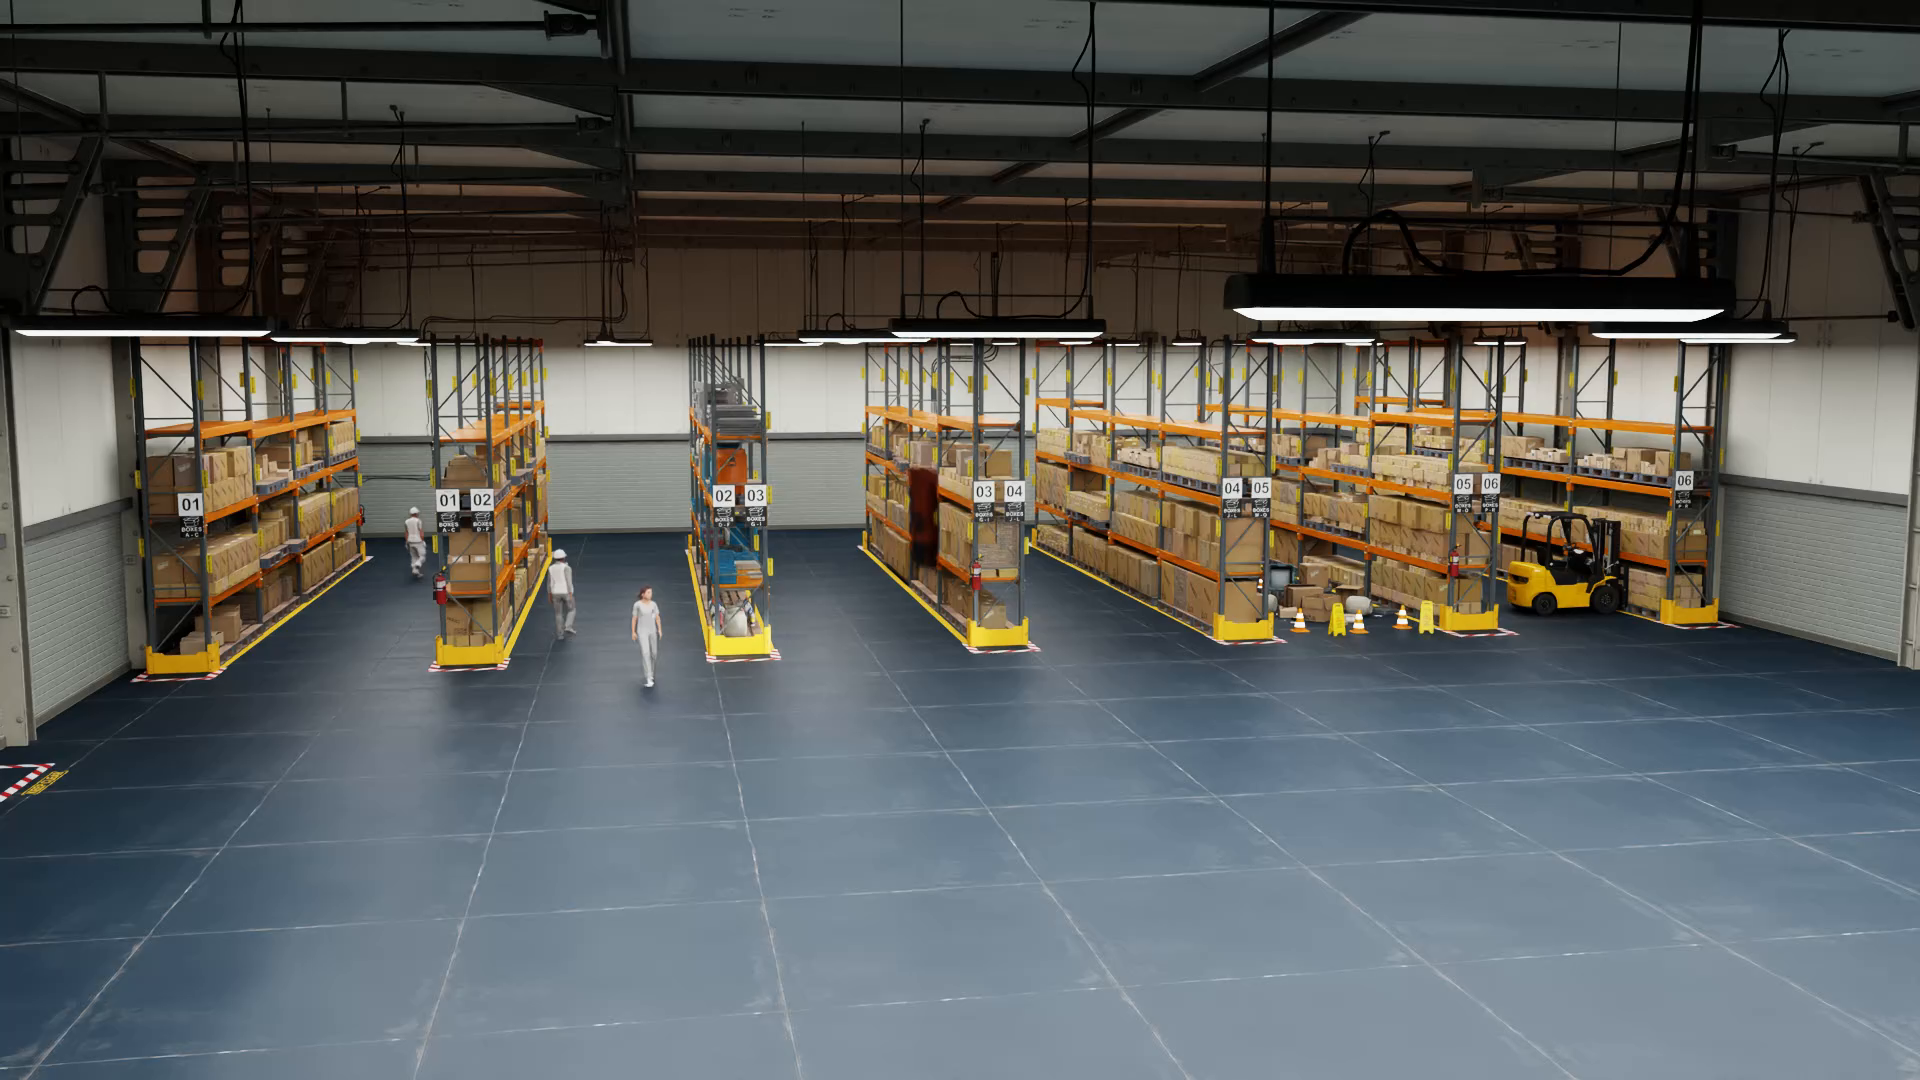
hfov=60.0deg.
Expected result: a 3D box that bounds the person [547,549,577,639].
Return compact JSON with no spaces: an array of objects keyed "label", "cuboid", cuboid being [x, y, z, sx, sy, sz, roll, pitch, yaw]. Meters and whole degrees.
[{"label":"person","cuboid":[-7.895,1.070,32.940,0.579,1.762,0.516,0,7,-2]}]

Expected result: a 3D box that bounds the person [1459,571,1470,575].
[{"label":"person","cuboid":[11.646,0.534,38.518,0.533,1.579,0.662,-3,7,-21]}]

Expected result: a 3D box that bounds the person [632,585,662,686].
[{"label":"person","cuboid":[-5.342,1.633,28.653,0.469,1.663,0.762,-4,8,-34]}]

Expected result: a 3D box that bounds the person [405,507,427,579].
[{"label":"person","cuboid":[-13.641,0.076,41.620,0.589,1.789,0.508,3,7,24]}]
